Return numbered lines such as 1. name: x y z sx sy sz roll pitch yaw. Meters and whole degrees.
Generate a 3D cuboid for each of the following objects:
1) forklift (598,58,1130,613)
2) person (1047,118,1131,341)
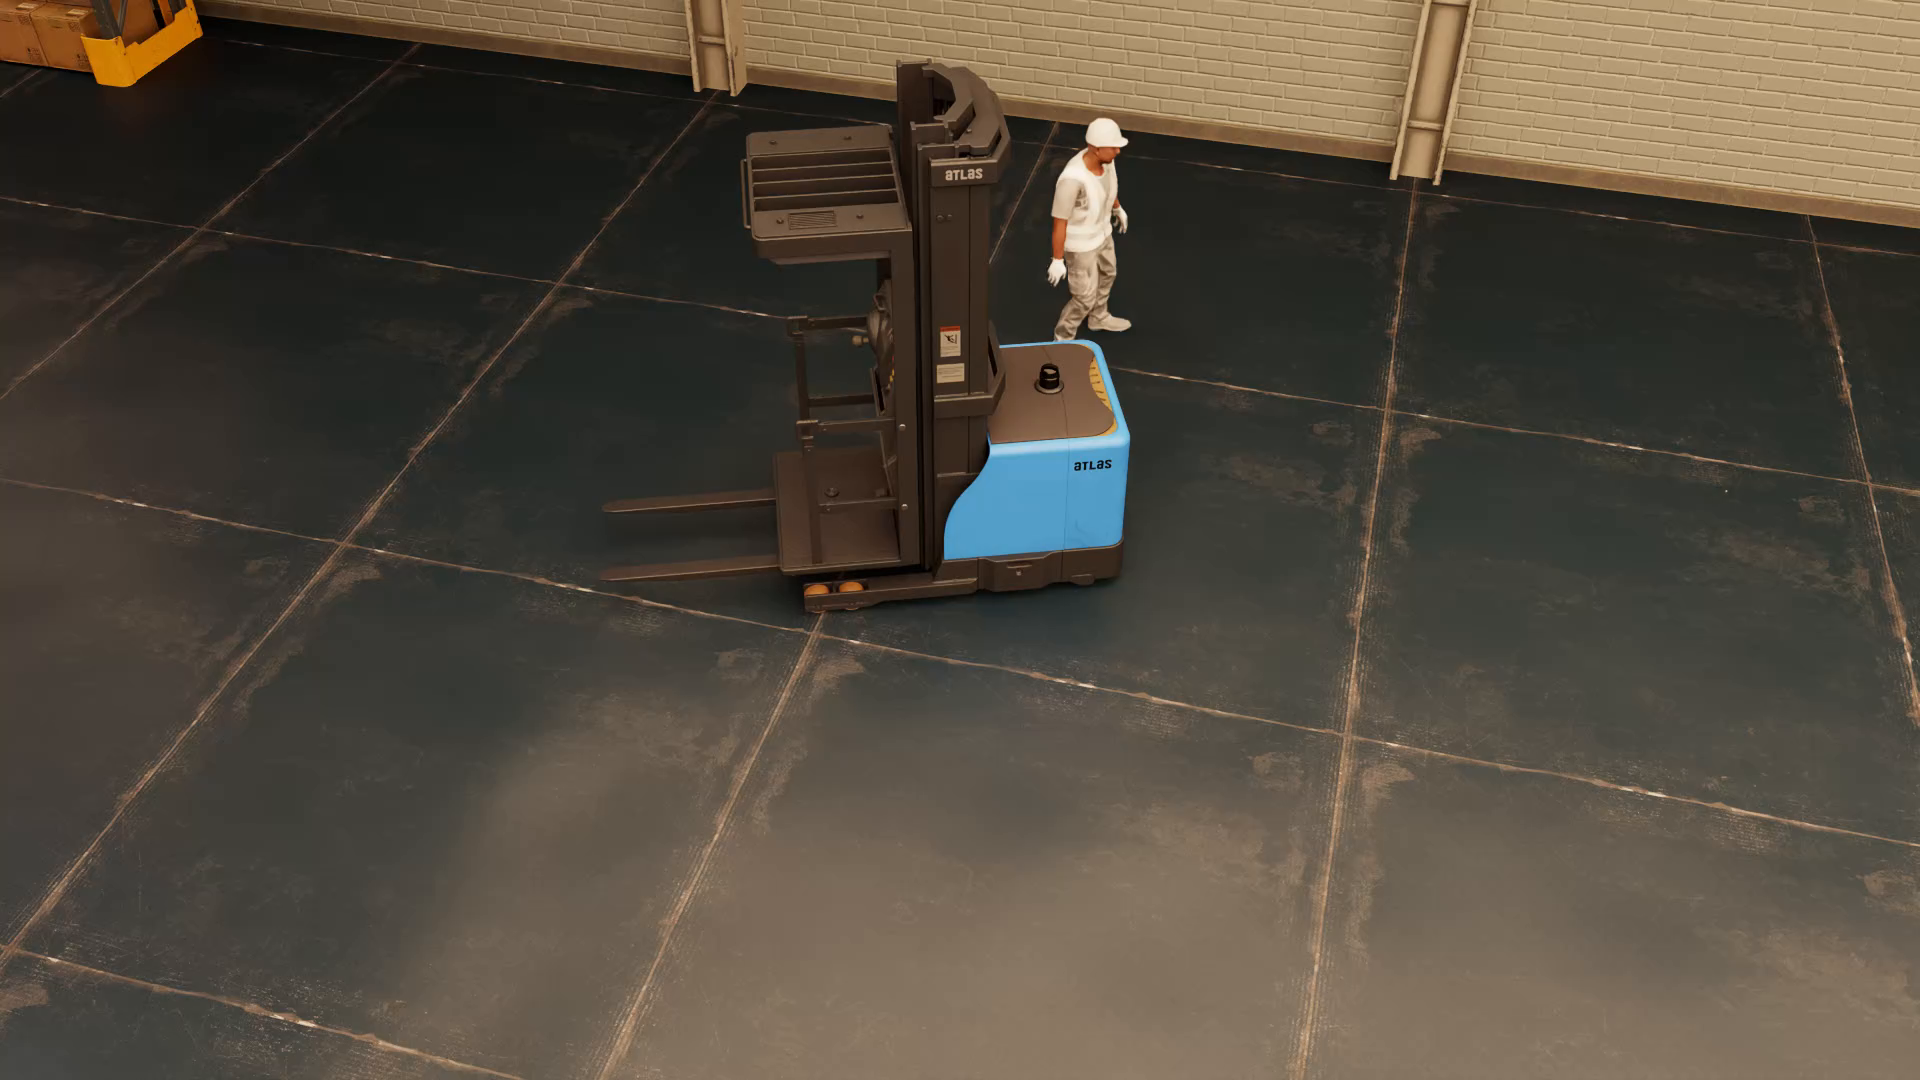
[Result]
1. forklift: -0.604 -1.052 9.062 3.031 2.935 1.130 -5 41 -5
2. person: 0.865 -1.997 11.034 0.417 1.753 0.821 20 45 21
